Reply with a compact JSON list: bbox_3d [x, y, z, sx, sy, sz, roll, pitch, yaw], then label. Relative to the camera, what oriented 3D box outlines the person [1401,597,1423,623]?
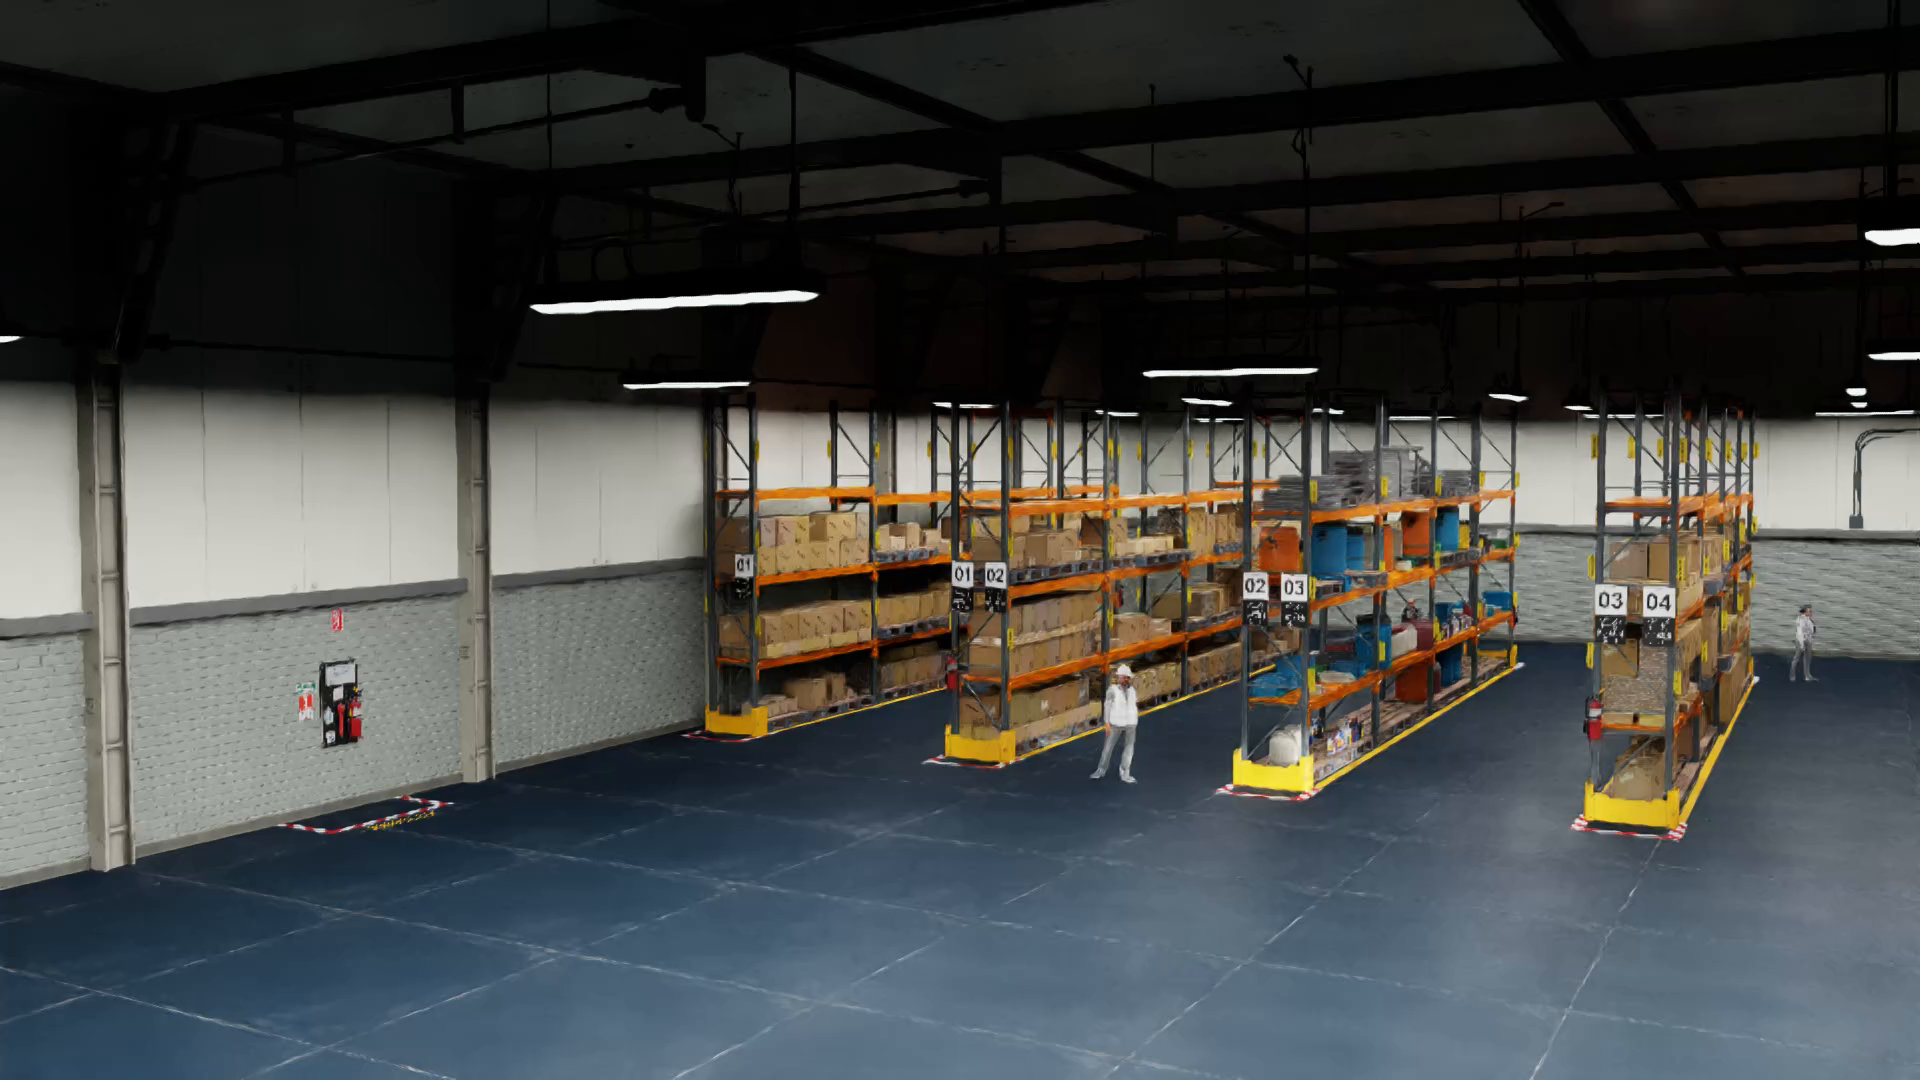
[{"bbox_3d":[10.279,2.124,37.846,0.542,1.649,1.119,2,3,27],"label":"person"}]

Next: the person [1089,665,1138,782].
[{"bbox_3d":[2.329,2.766,25.109,0.720,1.767,0.492,-1,3,-14],"label":"person"}]

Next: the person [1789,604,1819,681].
[{"bbox_3d":[18.295,2.218,36.074,0.571,1.676,0.476,-2,4,-35],"label":"person"}]
